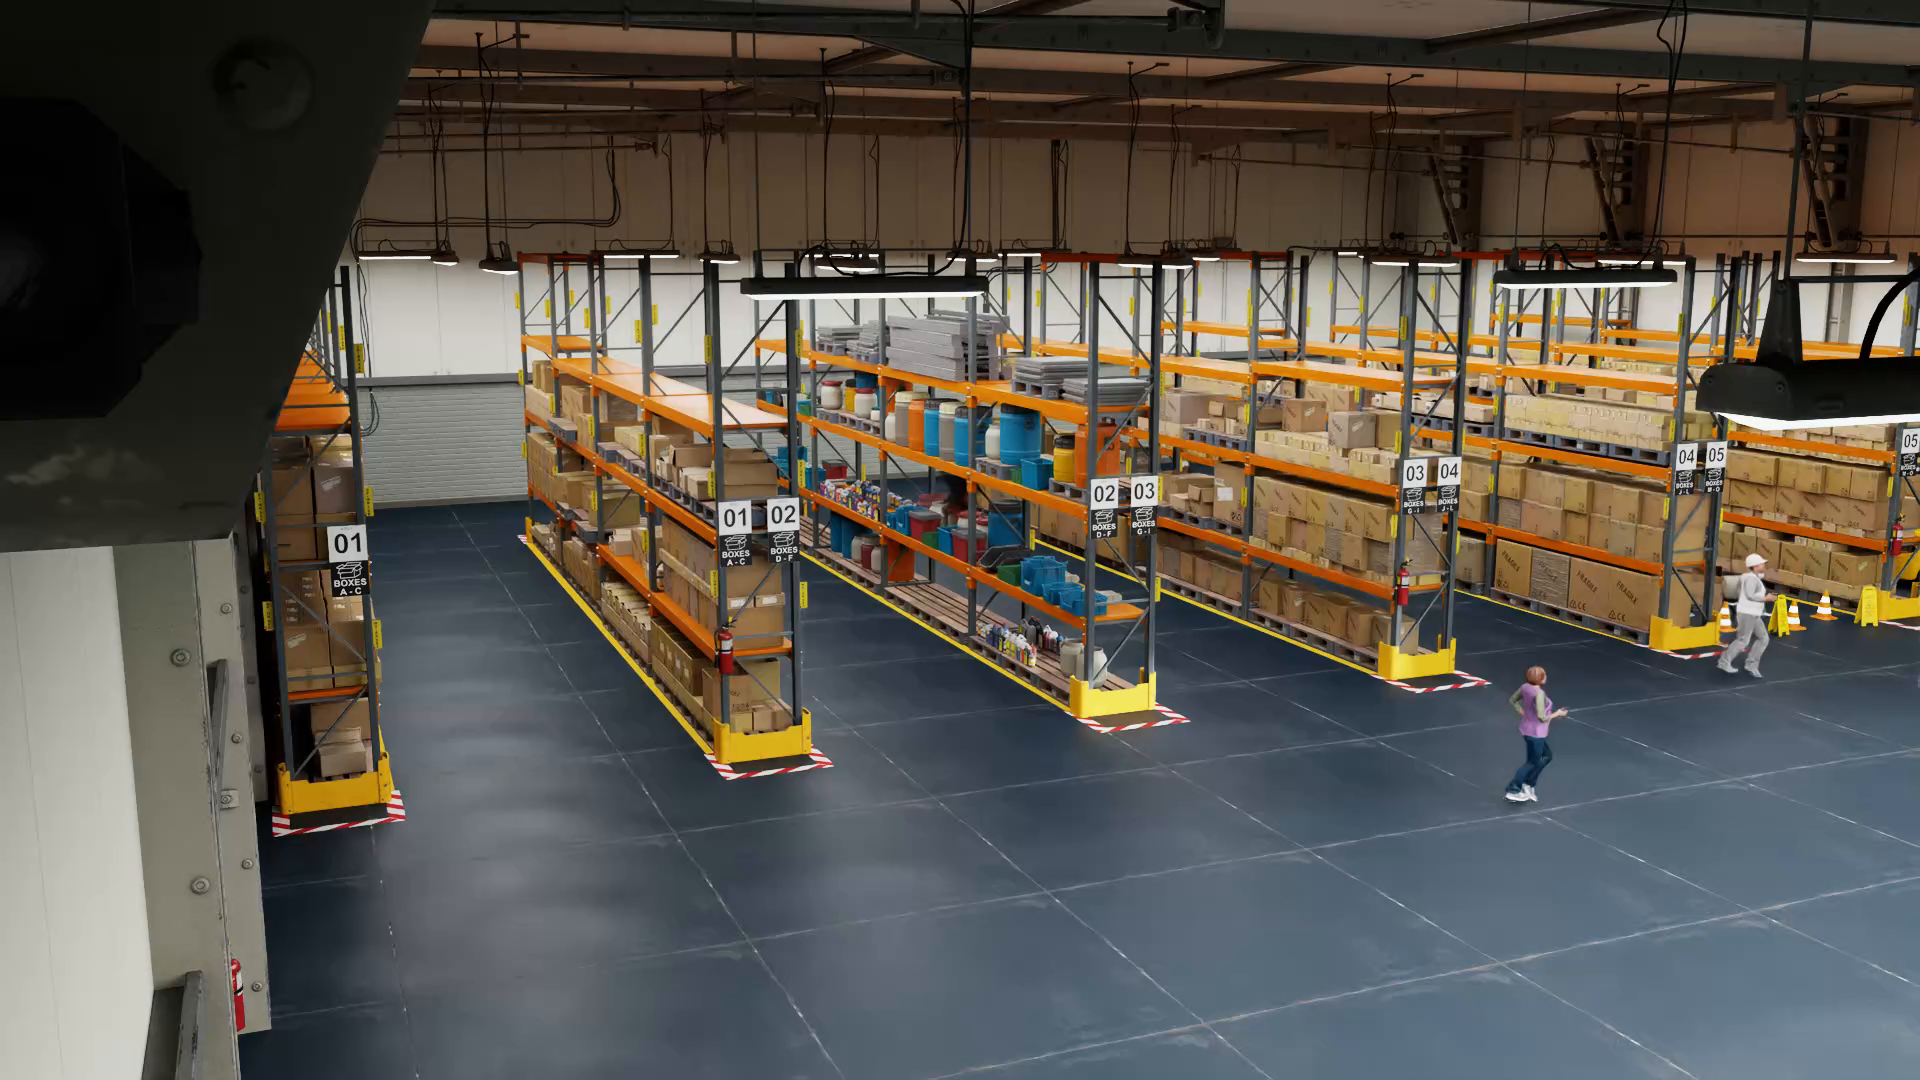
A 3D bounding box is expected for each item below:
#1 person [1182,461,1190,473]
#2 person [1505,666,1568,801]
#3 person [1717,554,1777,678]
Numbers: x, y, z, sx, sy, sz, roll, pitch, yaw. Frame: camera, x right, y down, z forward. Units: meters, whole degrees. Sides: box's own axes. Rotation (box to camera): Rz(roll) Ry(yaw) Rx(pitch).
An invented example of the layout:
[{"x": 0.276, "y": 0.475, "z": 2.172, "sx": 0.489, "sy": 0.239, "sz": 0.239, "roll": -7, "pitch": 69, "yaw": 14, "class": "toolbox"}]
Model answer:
[{"x": 4.596, "y": -0.724, "z": 34.128, "sx": 0.671, "sy": 1.798, "sz": 0.728, "roll": -7, "pitch": 13, "yaw": -34, "class": "person"}, {"x": 6.470, "y": 2.187, "z": 18.674, "sx": 0.625, "sy": 1.604, "sz": 0.515, "roll": 0, "pitch": 10, "yaw": 2, "class": "person"}, {"x": 11.487, "y": 1.108, "z": 24.206, "sx": 0.709, "sy": 1.821, "sz": 0.651, "roll": 6, "pitch": 12, "yaw": 30, "class": "person"}]
